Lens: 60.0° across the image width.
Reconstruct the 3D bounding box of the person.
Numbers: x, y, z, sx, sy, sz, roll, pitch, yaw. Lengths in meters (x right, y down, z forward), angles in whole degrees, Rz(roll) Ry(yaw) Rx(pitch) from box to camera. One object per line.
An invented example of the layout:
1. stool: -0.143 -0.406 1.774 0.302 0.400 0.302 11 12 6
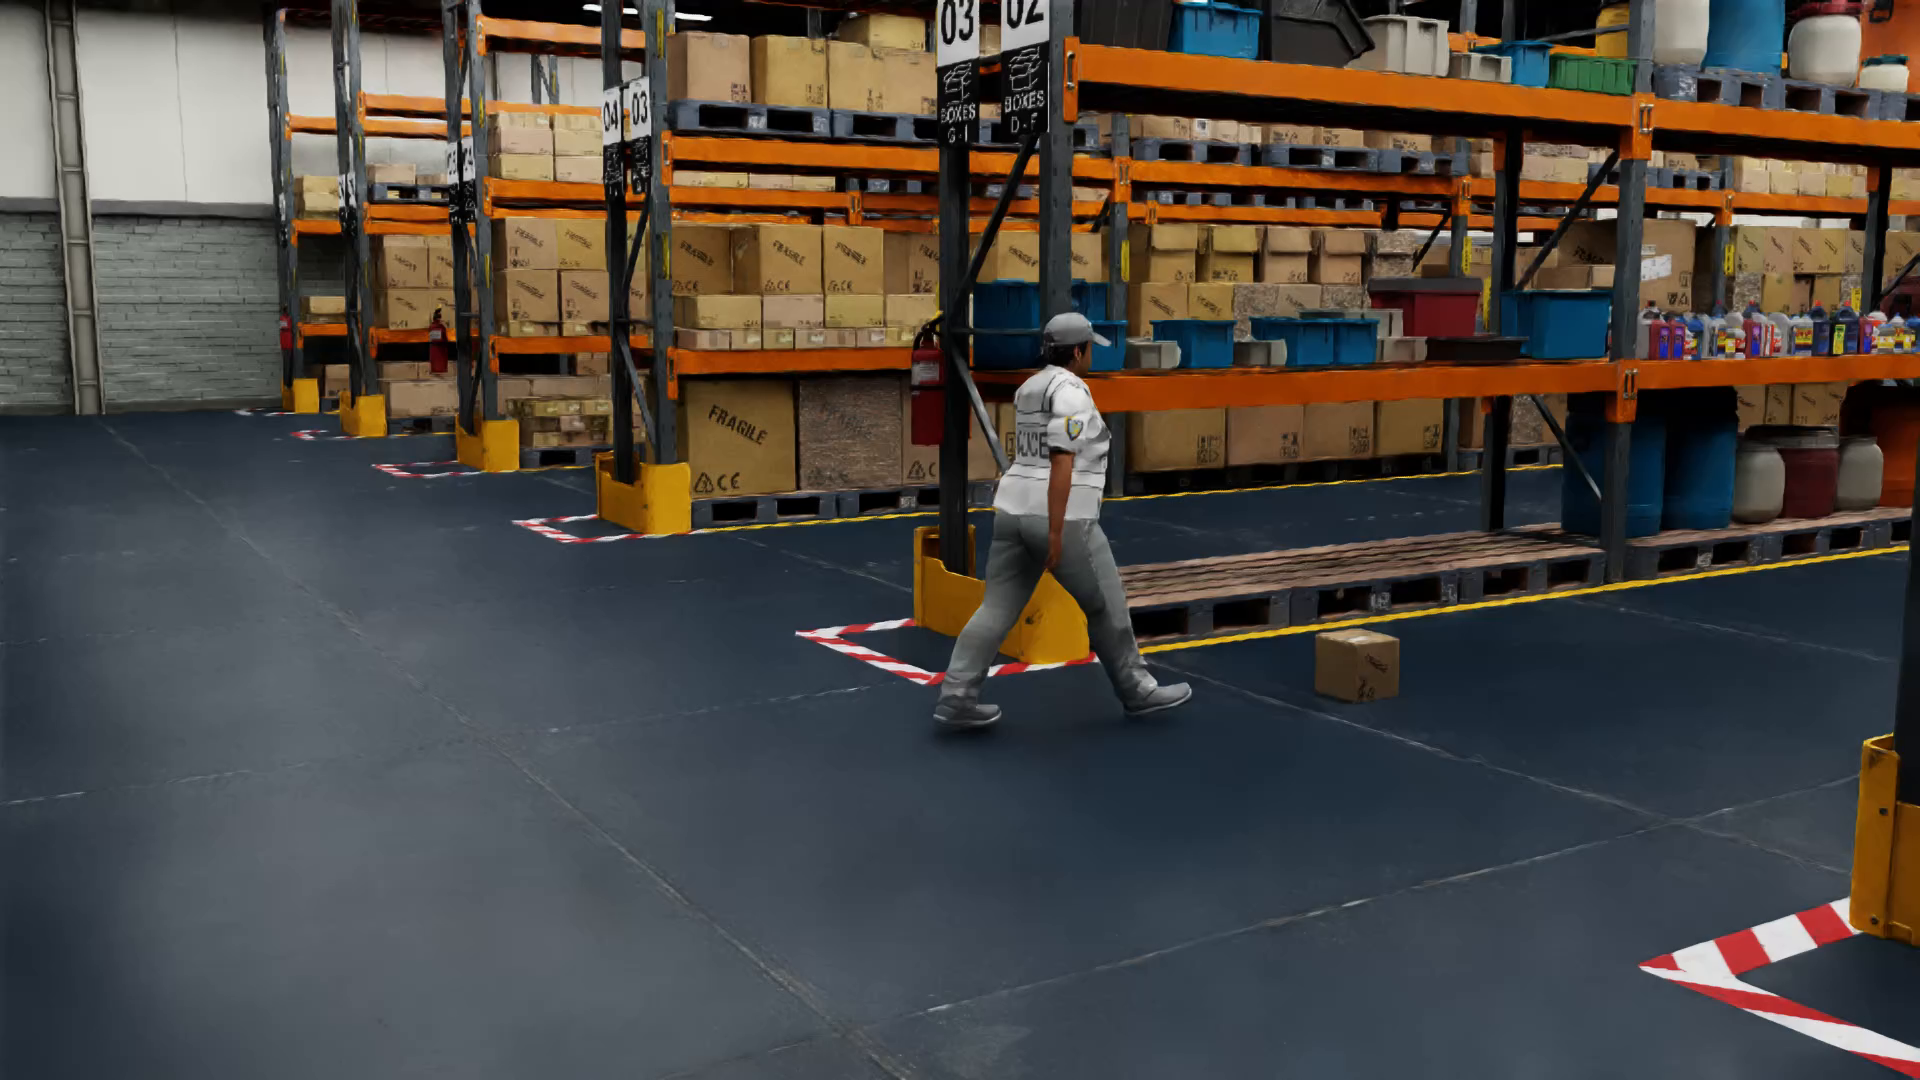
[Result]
1. person: 0.387 -0.088 6.468 1.046 1.586 0.487 -5 9 -29
